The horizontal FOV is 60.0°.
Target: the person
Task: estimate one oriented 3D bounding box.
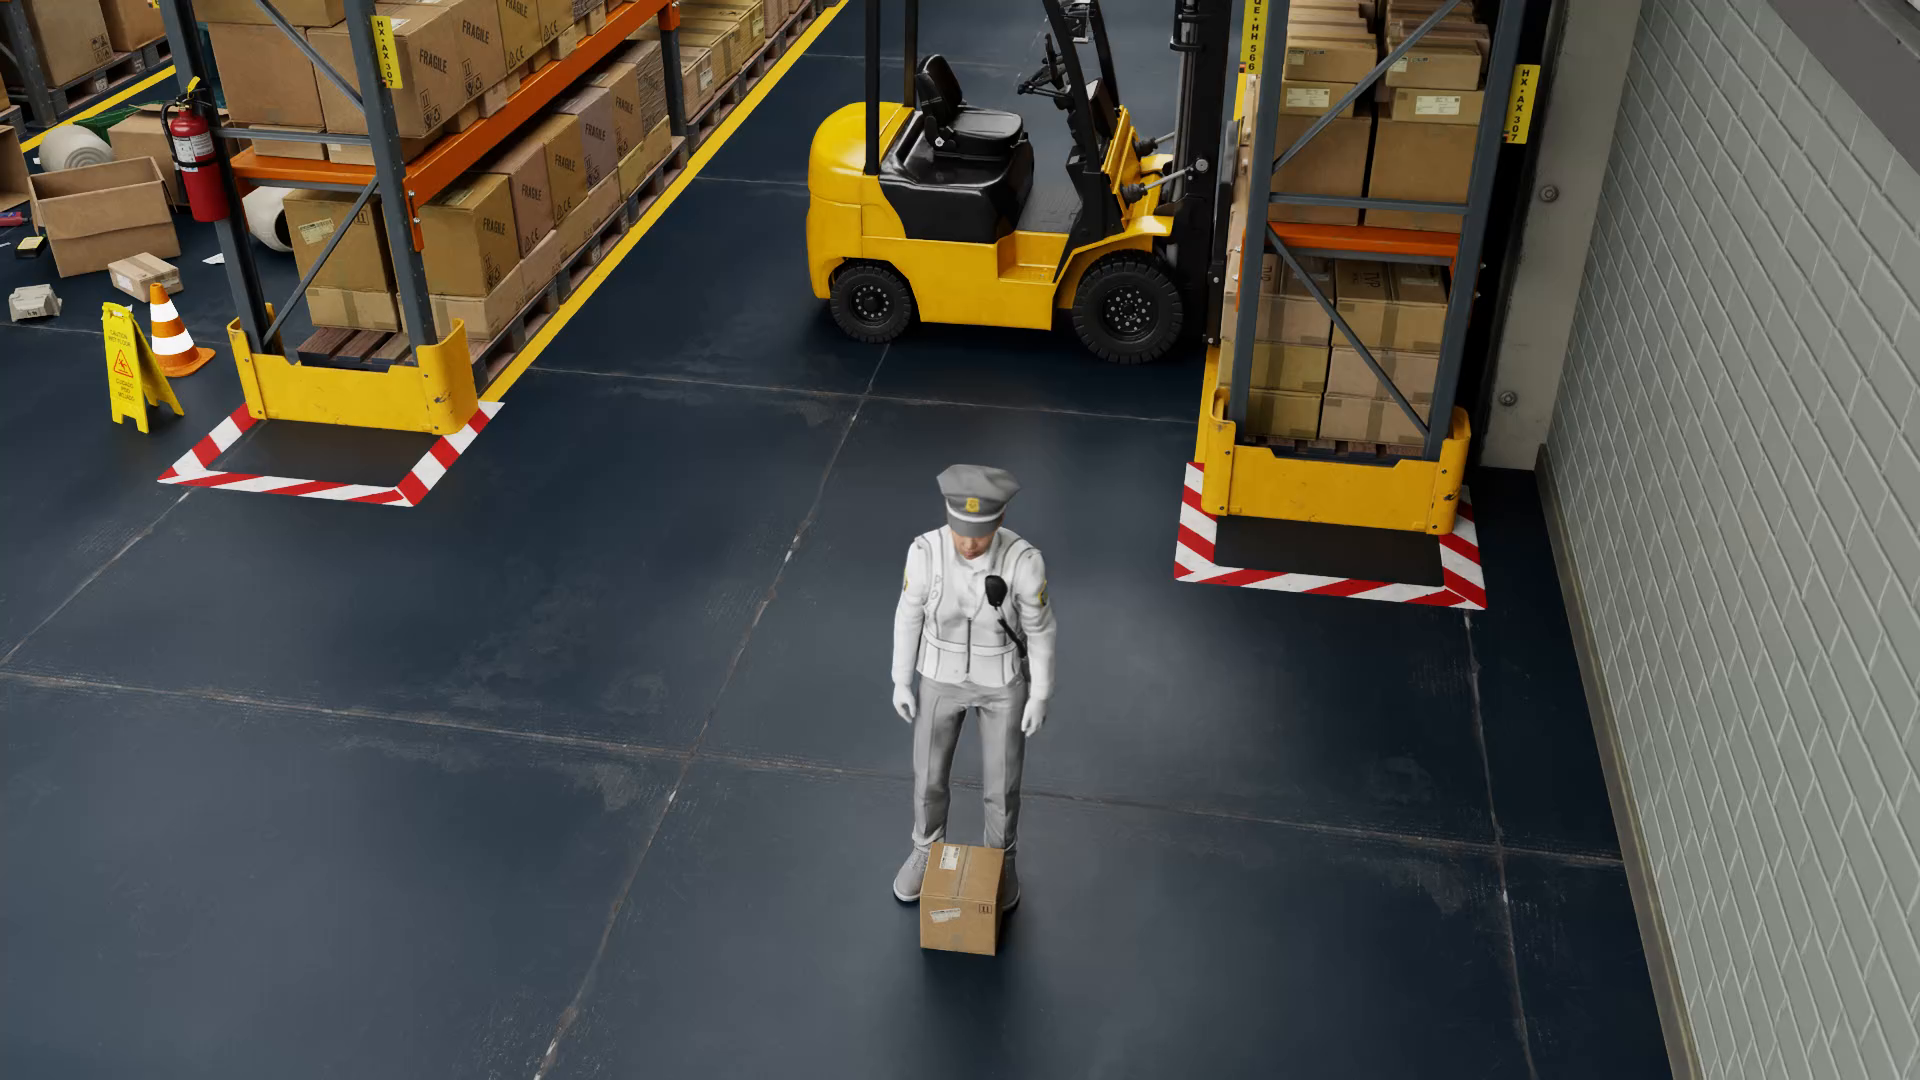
[{"bbox_3d":[0.041,0.479,5.385,0.529,1.664,0.375,5,33,8],"label":"person"}]
